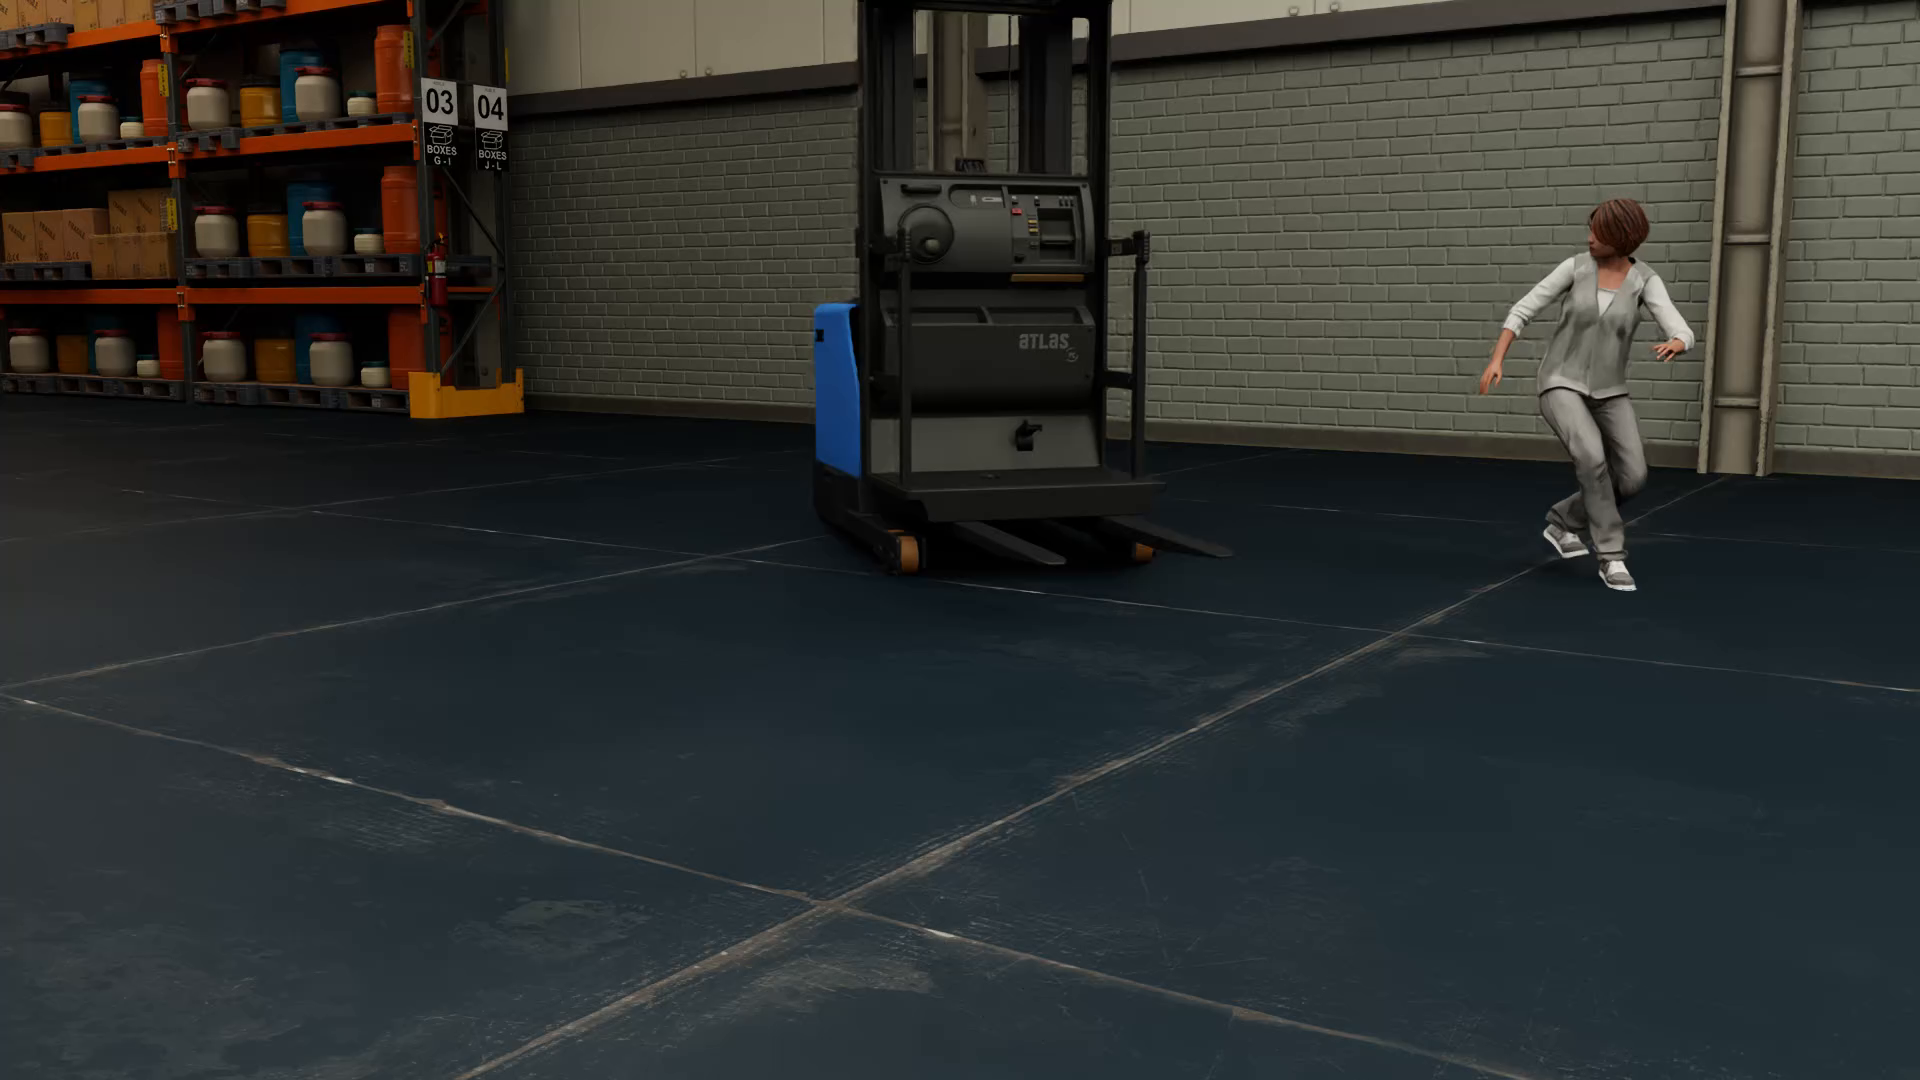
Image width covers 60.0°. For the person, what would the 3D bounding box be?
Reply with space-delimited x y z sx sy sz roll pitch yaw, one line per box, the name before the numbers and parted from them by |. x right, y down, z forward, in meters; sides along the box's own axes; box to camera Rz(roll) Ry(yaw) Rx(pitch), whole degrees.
person | 2.396 -0.561 6.397 0.744 1.474 0.774 0 8 3

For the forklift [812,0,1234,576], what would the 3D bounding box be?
forklift | 0.181 -1.369 6.818 1.130 2.935 3.031 -2 8 -16
